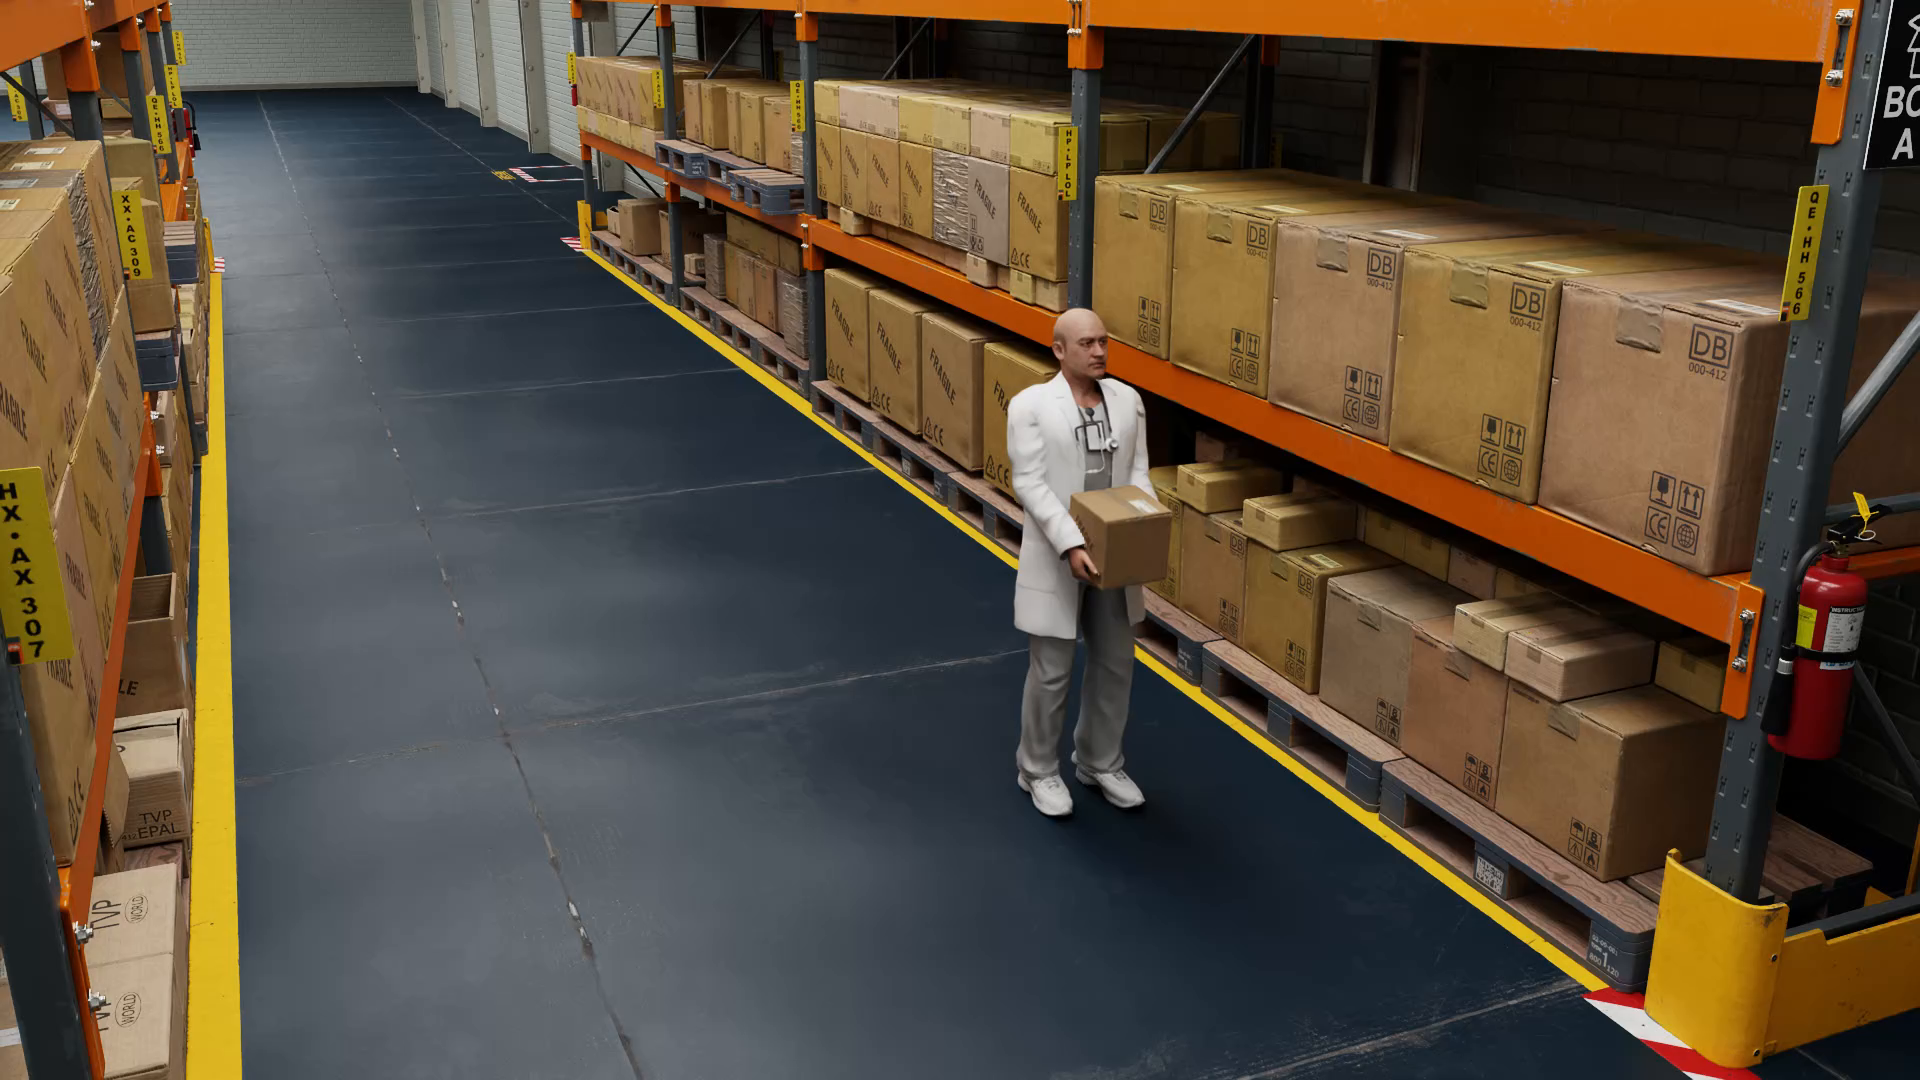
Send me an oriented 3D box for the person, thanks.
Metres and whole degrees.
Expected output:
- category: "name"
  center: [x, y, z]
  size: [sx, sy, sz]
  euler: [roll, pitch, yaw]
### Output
- category: "person"
  center: [0.464, 0.104, 5.774]
  size: [0.533, 1.774, 0.554]
  euler: [-8, 20, -23]
